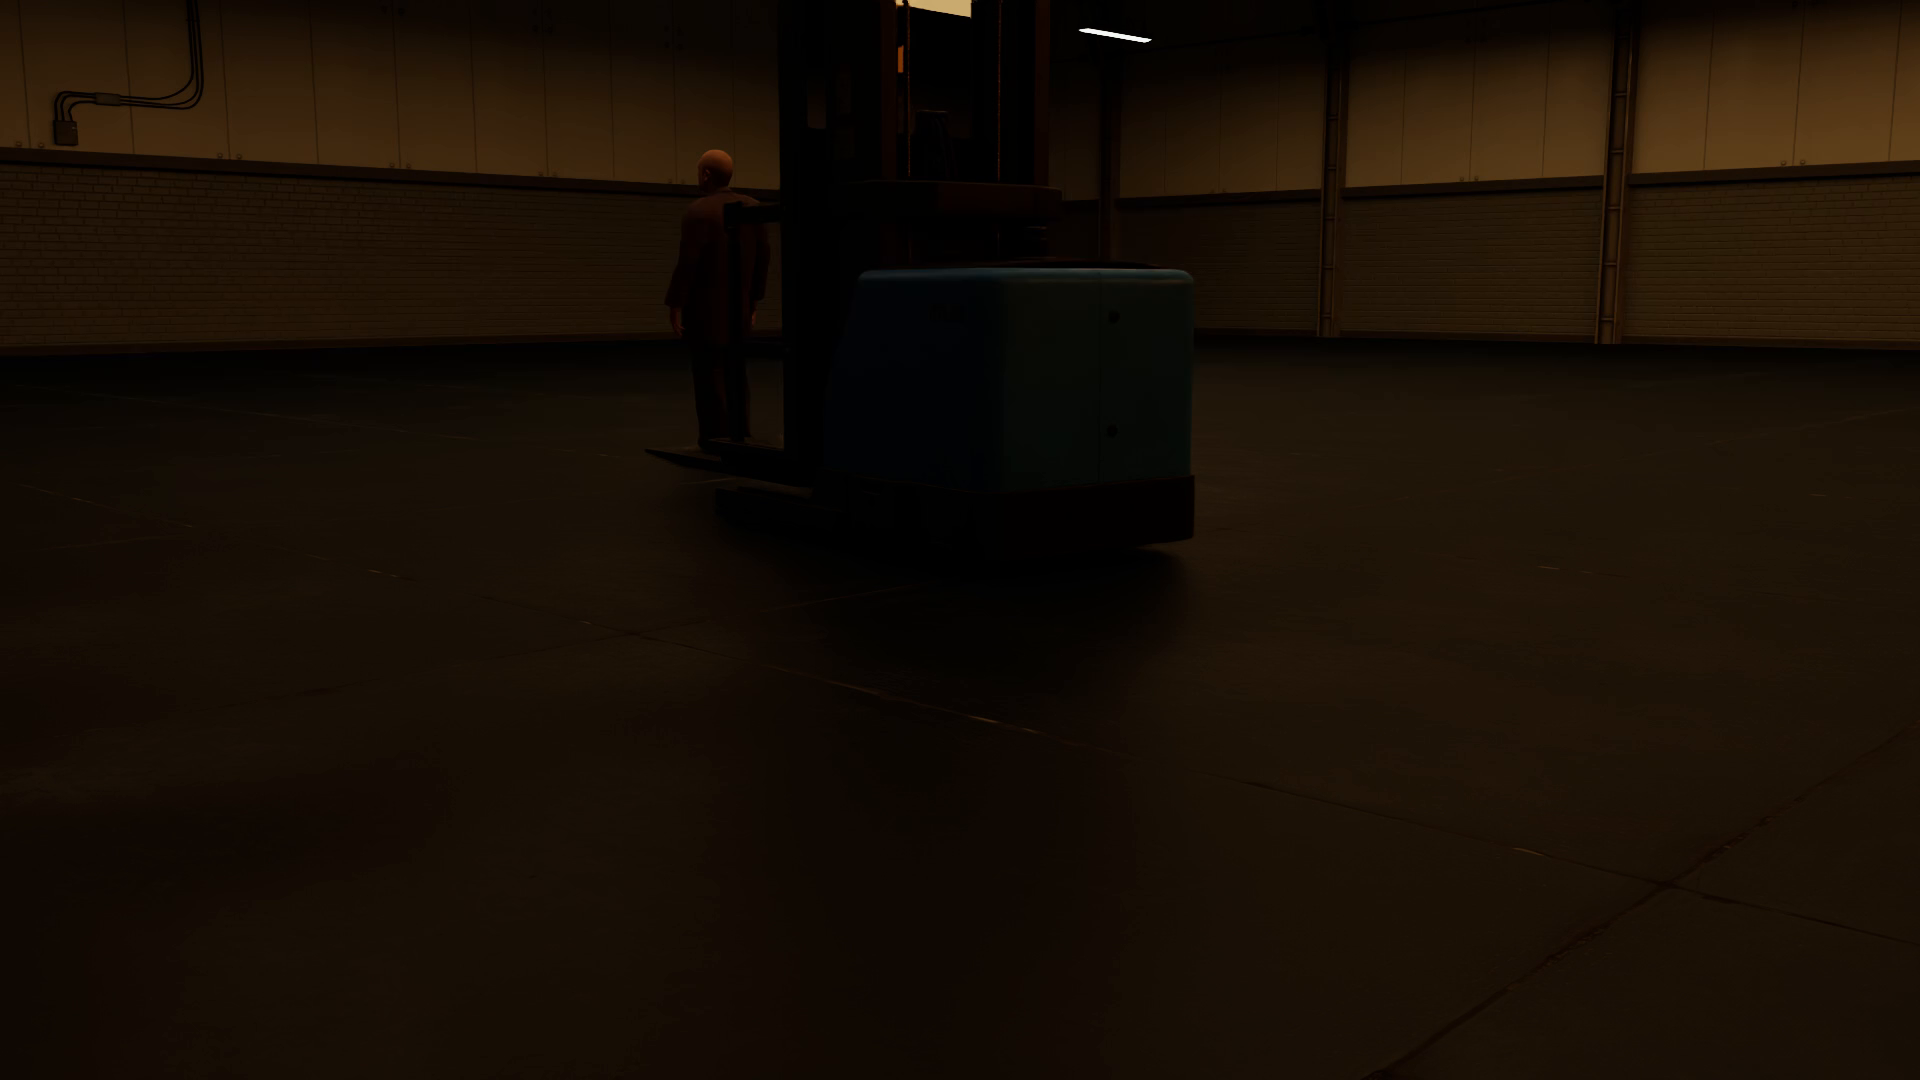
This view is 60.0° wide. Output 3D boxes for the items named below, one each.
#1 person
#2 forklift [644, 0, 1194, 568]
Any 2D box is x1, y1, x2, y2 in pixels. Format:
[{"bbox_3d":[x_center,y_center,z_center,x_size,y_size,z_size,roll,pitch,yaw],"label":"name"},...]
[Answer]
[{"bbox_3d":[-1.468,-1.348,9.672,0.572,1.780,0.693,8,12,43],"label":"person"},{"bbox_3d":[-0.391,-1.524,6.994,1.130,2.935,3.031,-6,11,-36],"label":"forklift"}]
